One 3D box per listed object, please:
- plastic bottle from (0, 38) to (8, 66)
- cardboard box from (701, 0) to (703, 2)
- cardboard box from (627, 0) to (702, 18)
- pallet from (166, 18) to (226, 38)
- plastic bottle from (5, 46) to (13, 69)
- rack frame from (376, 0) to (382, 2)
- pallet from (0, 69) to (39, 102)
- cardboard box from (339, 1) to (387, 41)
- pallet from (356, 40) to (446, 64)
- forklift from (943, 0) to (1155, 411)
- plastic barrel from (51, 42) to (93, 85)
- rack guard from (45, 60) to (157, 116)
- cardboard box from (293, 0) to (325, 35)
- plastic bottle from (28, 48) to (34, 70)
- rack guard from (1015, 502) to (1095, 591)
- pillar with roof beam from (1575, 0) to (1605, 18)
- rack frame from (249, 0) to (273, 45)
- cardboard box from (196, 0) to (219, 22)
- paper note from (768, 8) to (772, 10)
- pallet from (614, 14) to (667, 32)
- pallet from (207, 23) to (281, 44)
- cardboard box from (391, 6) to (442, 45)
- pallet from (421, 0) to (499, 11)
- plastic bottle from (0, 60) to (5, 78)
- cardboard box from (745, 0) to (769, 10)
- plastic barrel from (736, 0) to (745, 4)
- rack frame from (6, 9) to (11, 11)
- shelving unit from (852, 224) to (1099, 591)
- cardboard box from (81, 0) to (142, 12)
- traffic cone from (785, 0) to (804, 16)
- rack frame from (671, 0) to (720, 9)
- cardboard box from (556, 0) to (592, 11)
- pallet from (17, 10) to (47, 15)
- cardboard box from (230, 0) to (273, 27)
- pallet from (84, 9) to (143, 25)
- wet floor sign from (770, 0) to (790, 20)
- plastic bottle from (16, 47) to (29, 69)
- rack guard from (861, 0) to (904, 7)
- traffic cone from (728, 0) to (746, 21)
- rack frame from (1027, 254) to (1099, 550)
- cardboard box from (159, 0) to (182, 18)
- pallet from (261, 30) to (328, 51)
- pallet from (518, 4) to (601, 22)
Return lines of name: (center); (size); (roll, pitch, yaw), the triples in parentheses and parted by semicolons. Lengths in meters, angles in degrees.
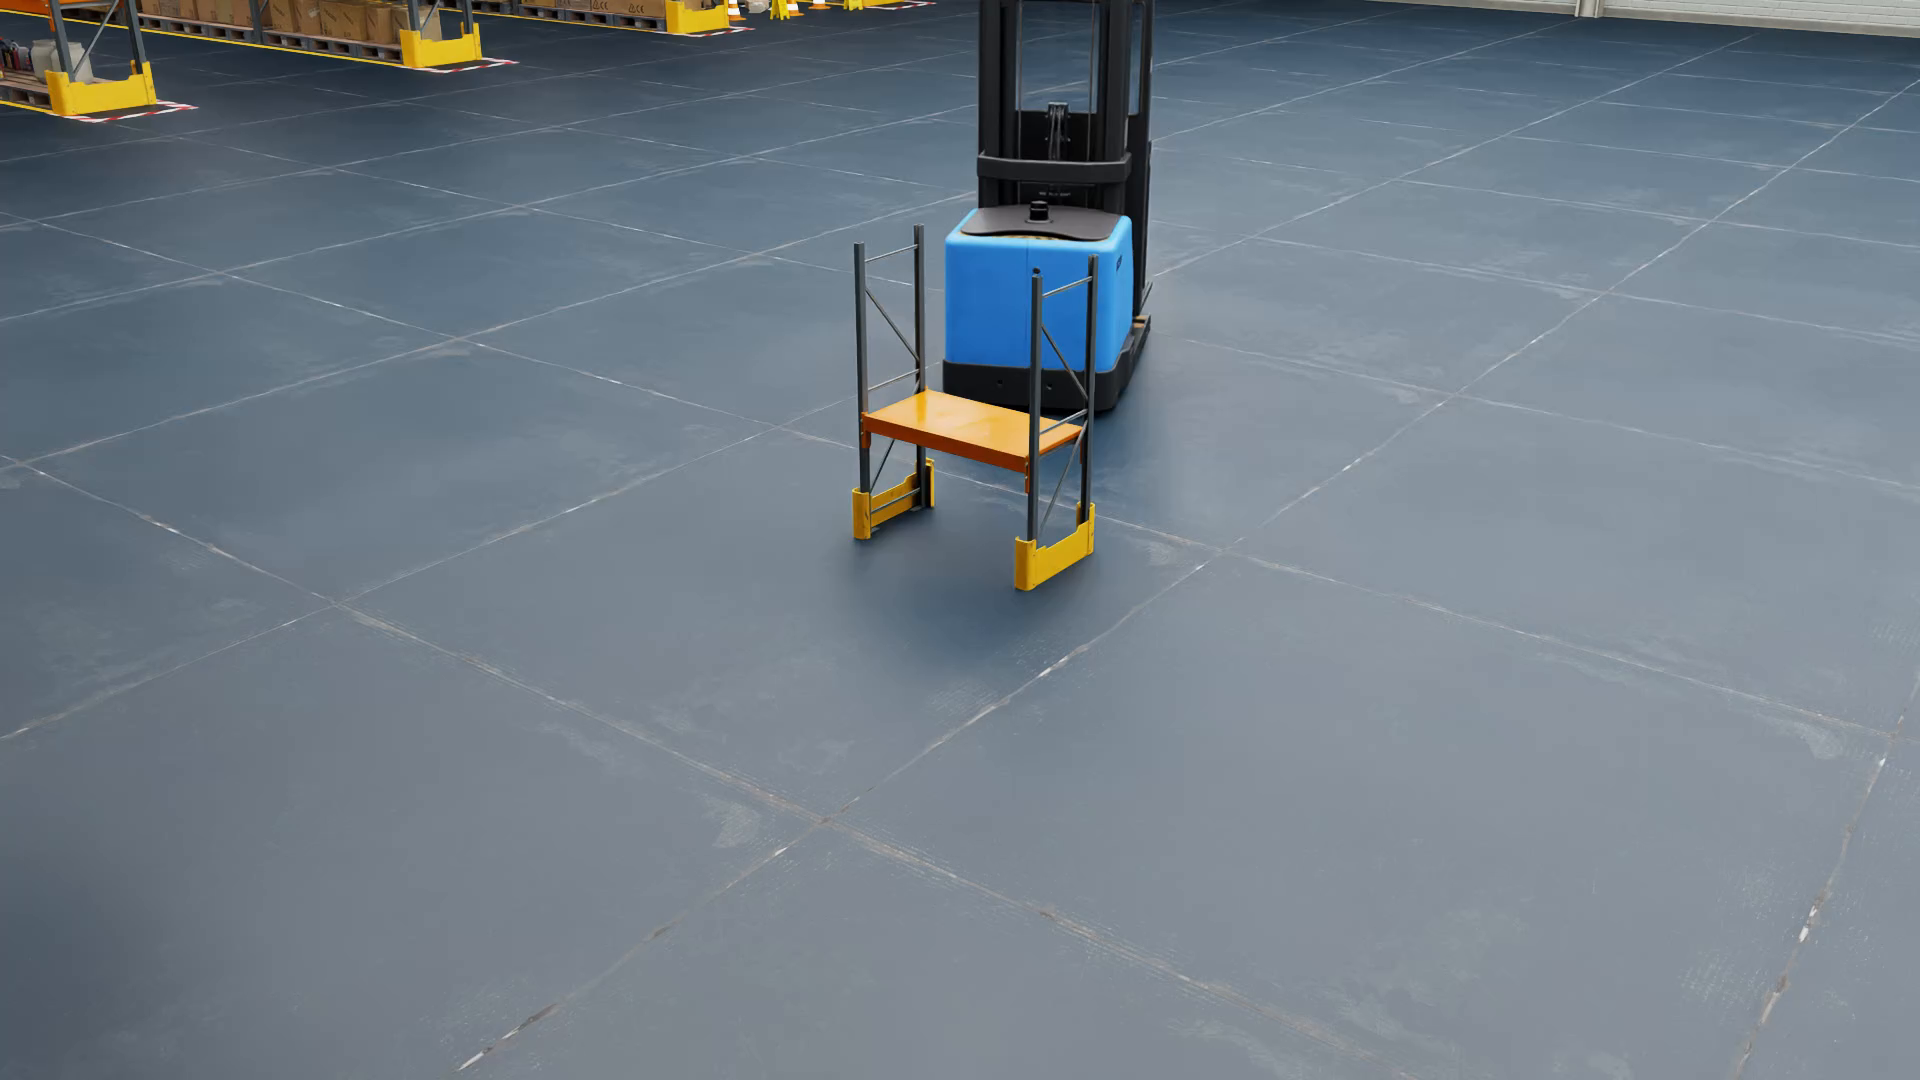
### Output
plastic bottle: (-12.737, -6.509, 22.166); (0.185, 0.351, 0.144); (15, 28, 31)
cardboard box: (-5.141, -10.208, 30.750); (0.503, 0.637, 0.797); (17, 29, 33)
cardboard box: (-4.934, -9.198, 27.644); (0.875, 0.875, 0.875); (17, 29, 34)
pallet: (-12.212, -8.434, 27.253); (1.213, 0.211, 1.003); (17, 29, 33)
plastic bottle: (-12.519, -6.361, 21.913); (0.133, 0.283, 0.061); (17, 29, 33)
rack frame: (-10.753, -11.770, 31.367); (0.127, 3.000, 1.000); (17, 29, 33)
pallet: (-12.086, -5.883, 21.462); (1.213, 0.211, 1.003); (17, 29, 33)
cardboard box: (-8.886, -7.756, 24.835); (0.500, 0.500, 0.500); (20, 31, 38)
pallet: (-8.097, -7.210, 24.476); (1.213, 0.211, 1.003); (17, 29, 33)
forklift: (0.710, -2.681, 10.822); (1.130, 2.935, 3.031); (5, 24, 11)
plastic barrel: (-10.950, -5.850, 20.495); (0.421, 0.512, 0.421); (0, 24, 0)
rack guard: (-10.467, -5.521, 20.284); (0.348, 0.500, 1.175); (17, 29, 33)
cardboard box: (-9.849, -8.030, 25.457); (0.500, 0.500, 0.500); (-16, 28, -31)
plastic bottle: (-12.158, -6.310, 21.812); (0.097, 0.271, 0.097); (0, 24, 0)
rack guard: (0.459, 0.024, 8.008); (0.087, 0.250, 0.587); (17, 29, 33)
pillar with roof beam: (8.514, -11.973, 24.388); (0.400, 9.000, 9.100); (17, 29, 33)
rack frame: (-10.608, -9.227, 25.595); (0.127, 3.000, 1.000); (17, 29, 33)
cardboard box: (-11.905, -8.697, 26.946); (0.500, 0.500, 0.700); (14, 27, 29)
paper note: (-3.414, -9.685, 30.317); (0.142, 0.019, 0.148); (7, 25, 15)
pallet: (-5.039, -8.728, 27.920); (1.213, 0.211, 1.003); (17, 29, 33)
pallet: (-11.232, -8.139, 26.584); (1.213, 0.211, 1.003); (17, 29, 33)
cardboard box: (-7.897, -7.465, 24.174); (0.500, 0.500, 0.500); (-20, 31, -38)
pallet: (-9.196, -9.984, 30.772); (1.213, 0.211, 1.003); (17, 29, 33)
plastic bottle: (-12.232, -6.027, 21.156); (0.133, 0.283, 0.061); (17, 29, 33)
cardboard box: (-3.724, -9.818, 30.471); (0.380, 0.149, 0.250); (-10, 26, -21)
plastic barrel: (-4.025, -10.289, 31.201); (0.512, 0.421, 0.421); (-5, 24, -12)
rack frame: (-17.010, -11.162, 29.986); (0.127, 3.000, 1.000); (17, 29, 33)
shelving unit: (0.061, -0.668, 8.029); (1.083, 1.500, 0.587); (17, 29, 33)
cardboard box: (-14.349, -9.588, 28.528); (0.875, 0.875, 1.225); (15, 28, 31)
traffic cone: (-2.975, -9.544, 29.460); (0.334, 0.463, 0.336); (17, 29, 33)
rack frame: (-4.352, -9.836, 26.977); (0.127, 3.000, 1.000); (17, 29, 33)
cardboard box: (-6.368, -9.632, 28.627); (0.875, 0.875, 0.875); (17, 29, 34)
pallet: (-16.347, -9.724, 30.180); (1.213, 0.211, 1.003); (17, 29, 33)
cardboard box: (-11.087, -8.440, 26.363); (0.500, 0.500, 0.700); (14, 28, 29)
pallet: (-14.395, -9.133, 28.841); (1.213, 0.211, 1.003); (17, 29, 33)
wet floor sign: (-3.141, -9.390, 28.885); (0.232, 0.644, 0.267); (12, 26, 24)
plastic bottle: (-12.351, -6.356, 21.912); (0.135, 0.276, 0.152); (17, 29, 34)
rack guard: (-1.525, -10.332, 31.202); (0.348, 0.500, 1.175); (17, 29, 33)
traffic cone: (-3.925, -9.262, 28.819); (0.334, 0.463, 0.336); (17, 29, 33)
rack frame: (0.475, -0.543, 7.745); (0.032, 1.500, 0.500); (17, 29, 33)
cardboard box: (-12.809, -8.966, 27.558); (0.500, 0.500, 0.700); (14, 27, 29)
pallet: (-10.050, -7.800, 25.815); (1.213, 0.211, 1.003); (17, 29, 33)
pallet: (-6.991, -9.318, 29.260); (1.213, 0.211, 1.003); (17, 29, 33)
